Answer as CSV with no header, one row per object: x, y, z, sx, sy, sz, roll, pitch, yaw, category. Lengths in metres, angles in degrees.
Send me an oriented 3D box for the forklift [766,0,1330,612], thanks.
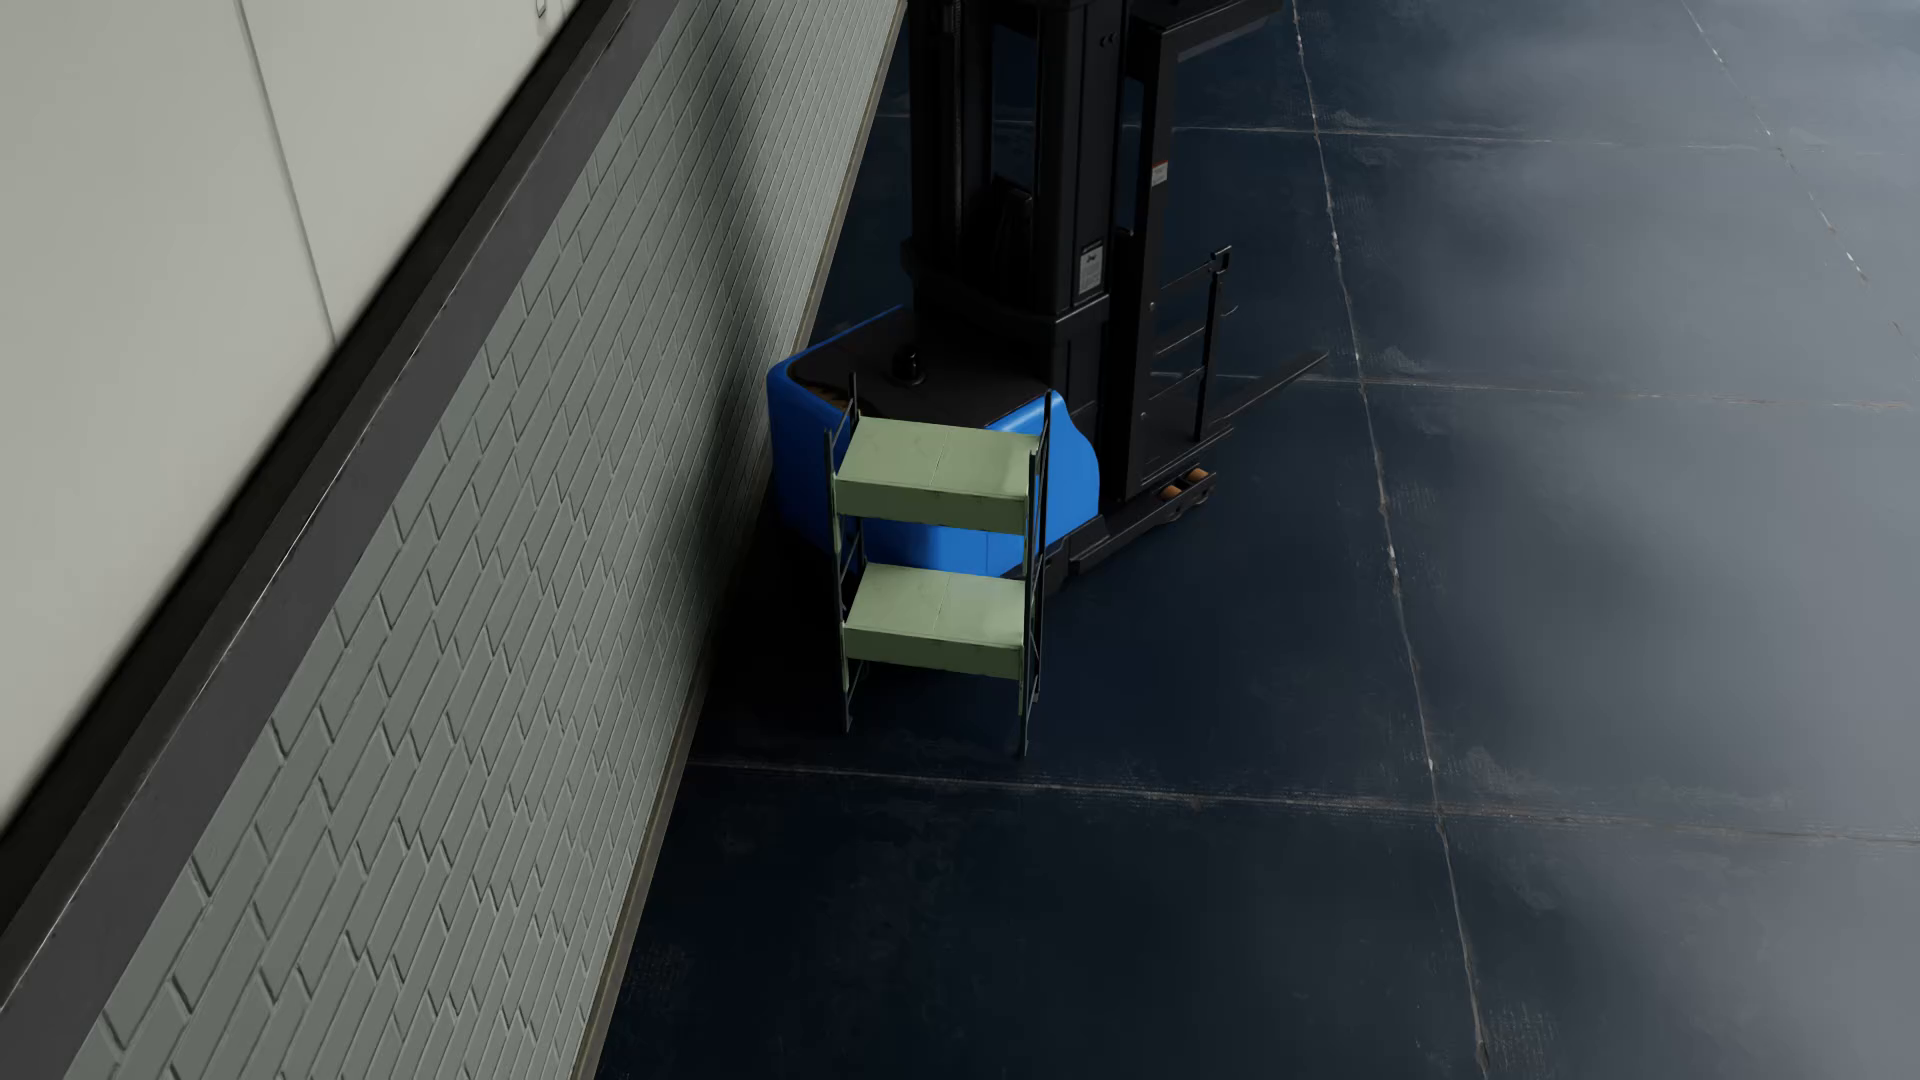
0.589,-1.439,7.196,3.031,2.935,1.130,-31,48,-32,forklift

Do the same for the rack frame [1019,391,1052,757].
0.286,0.167,6.357,0.023,1.500,0.400,7,40,8,rack frame

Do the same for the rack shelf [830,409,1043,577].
-0.073,-0.179,6.163,0.720,0.370,0.431,7,40,8,rack shelf

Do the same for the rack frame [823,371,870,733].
-0.433,0.081,6.462,0.023,1.500,0.400,7,40,8,rack frame

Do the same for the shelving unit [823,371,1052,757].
-0.073,0.124,6.410,0.755,1.500,0.431,7,40,8,shelving unit

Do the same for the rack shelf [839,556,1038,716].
-0.073,0.377,6.615,0.720,0.370,0.431,7,40,8,rack shelf
